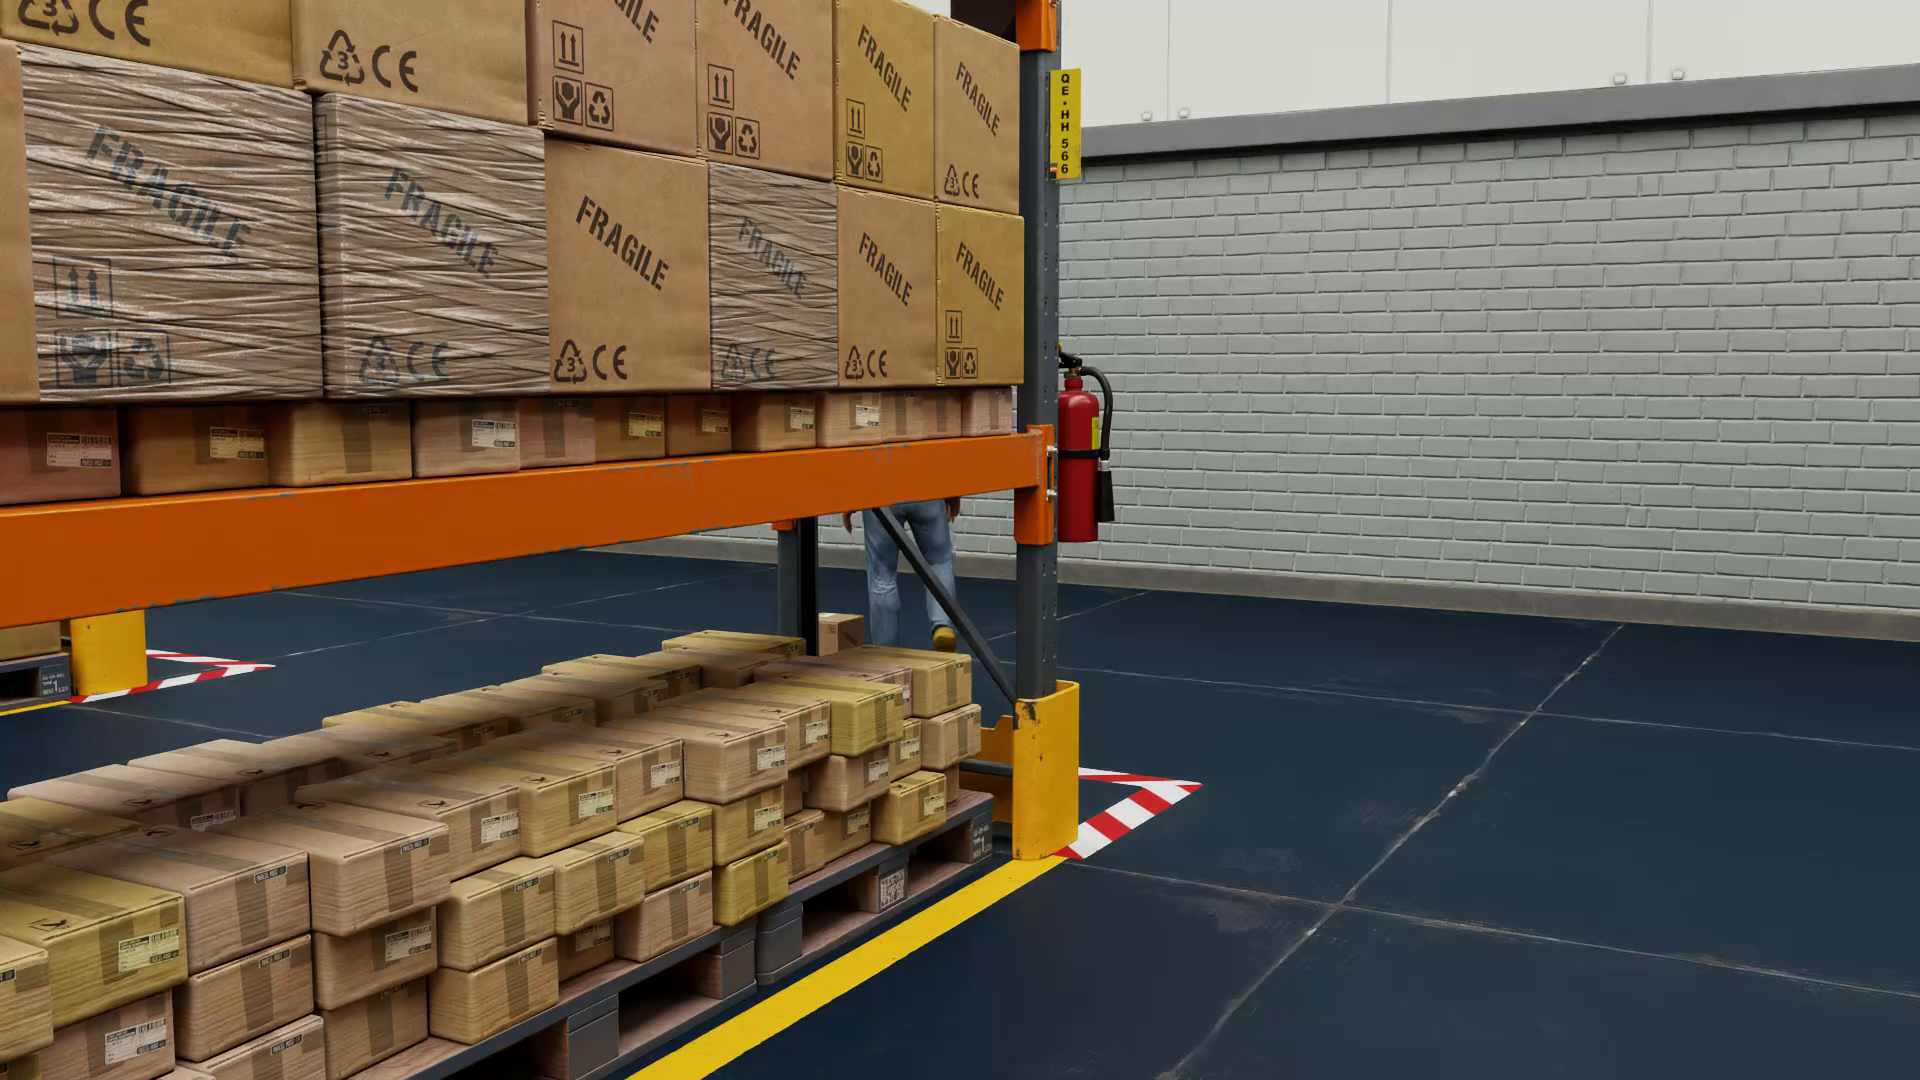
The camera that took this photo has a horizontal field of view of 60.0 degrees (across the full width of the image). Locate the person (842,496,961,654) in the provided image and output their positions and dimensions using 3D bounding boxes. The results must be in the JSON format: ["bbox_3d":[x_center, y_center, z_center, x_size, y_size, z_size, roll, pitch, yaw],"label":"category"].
[{"bbox_3d":[-0.263,-0.209,7.898,0.597,1.761,0.581,-2,6,-16],"label":"person"}]
